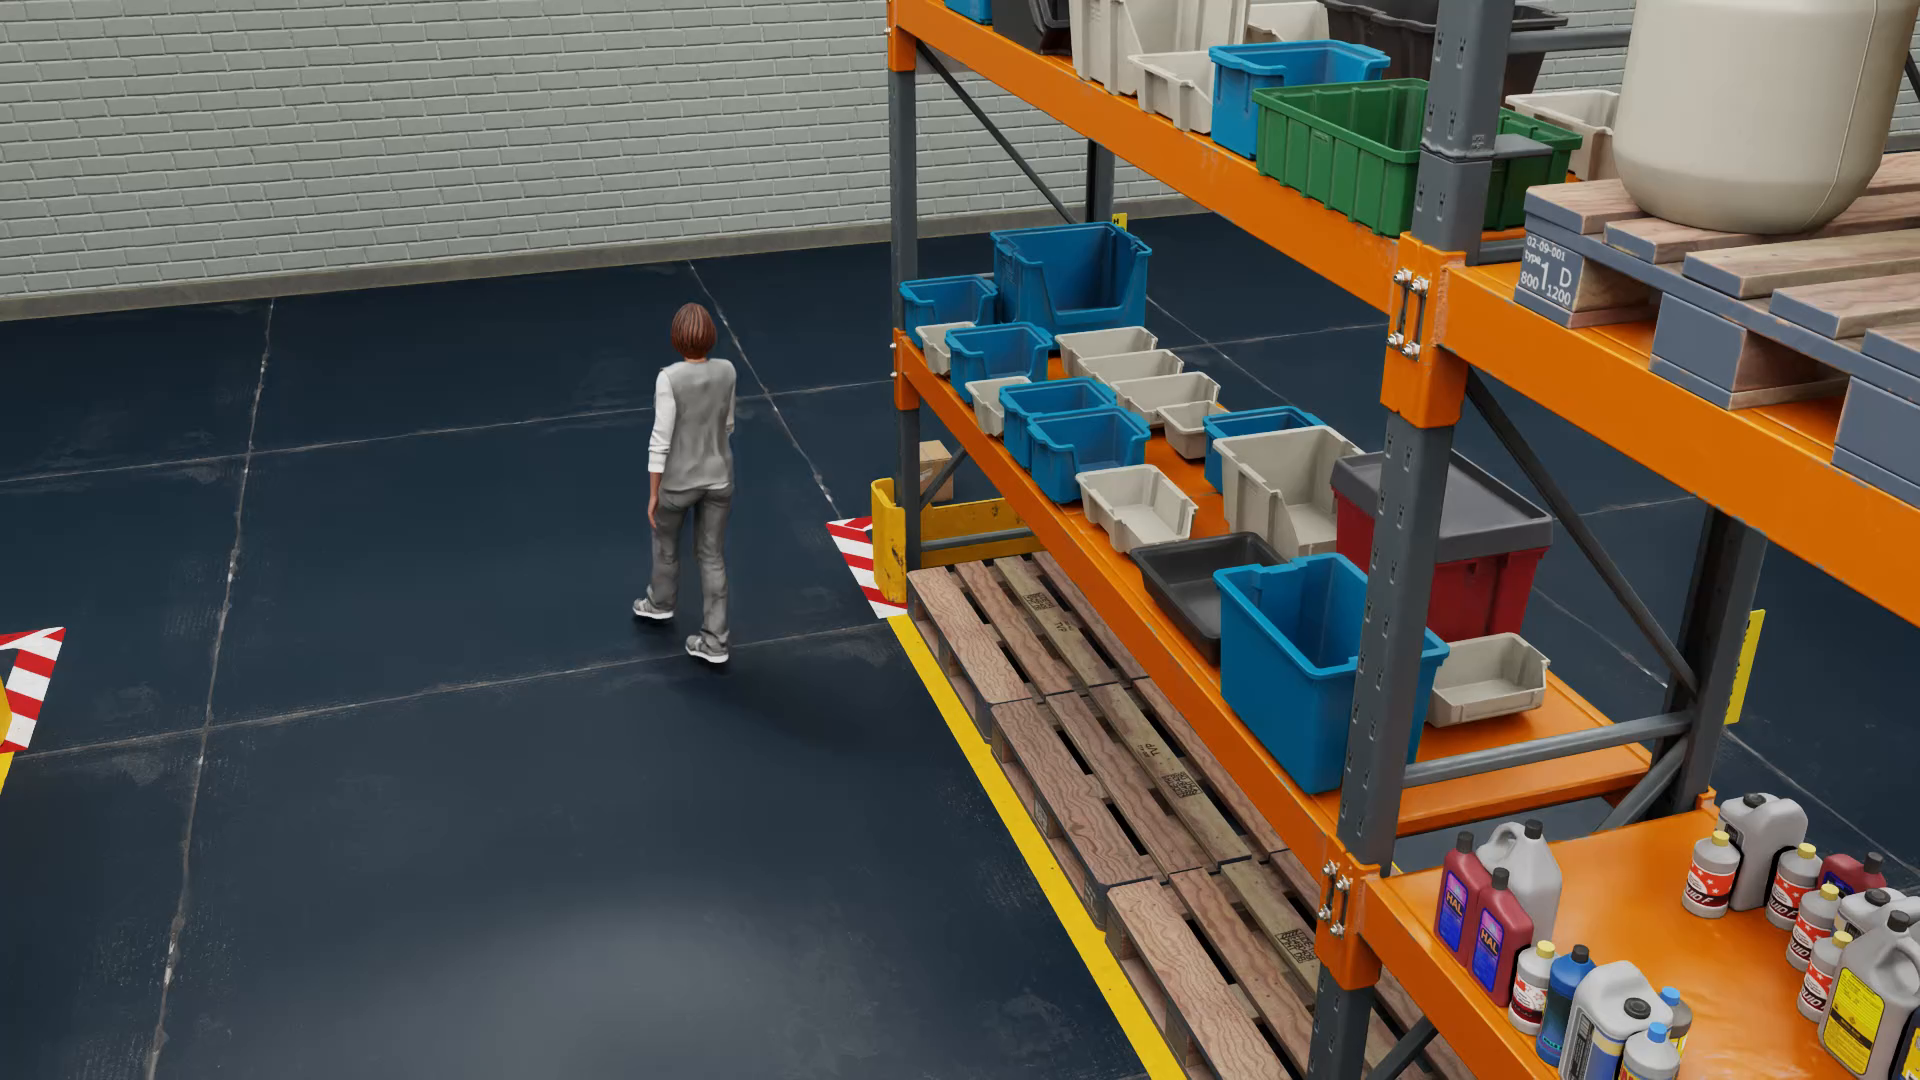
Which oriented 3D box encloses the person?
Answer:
[{"bbox_3d":[-1.201,-0.273,7.224,0.483,1.570,0.760,-14,30,-26],"label":"person"}]
